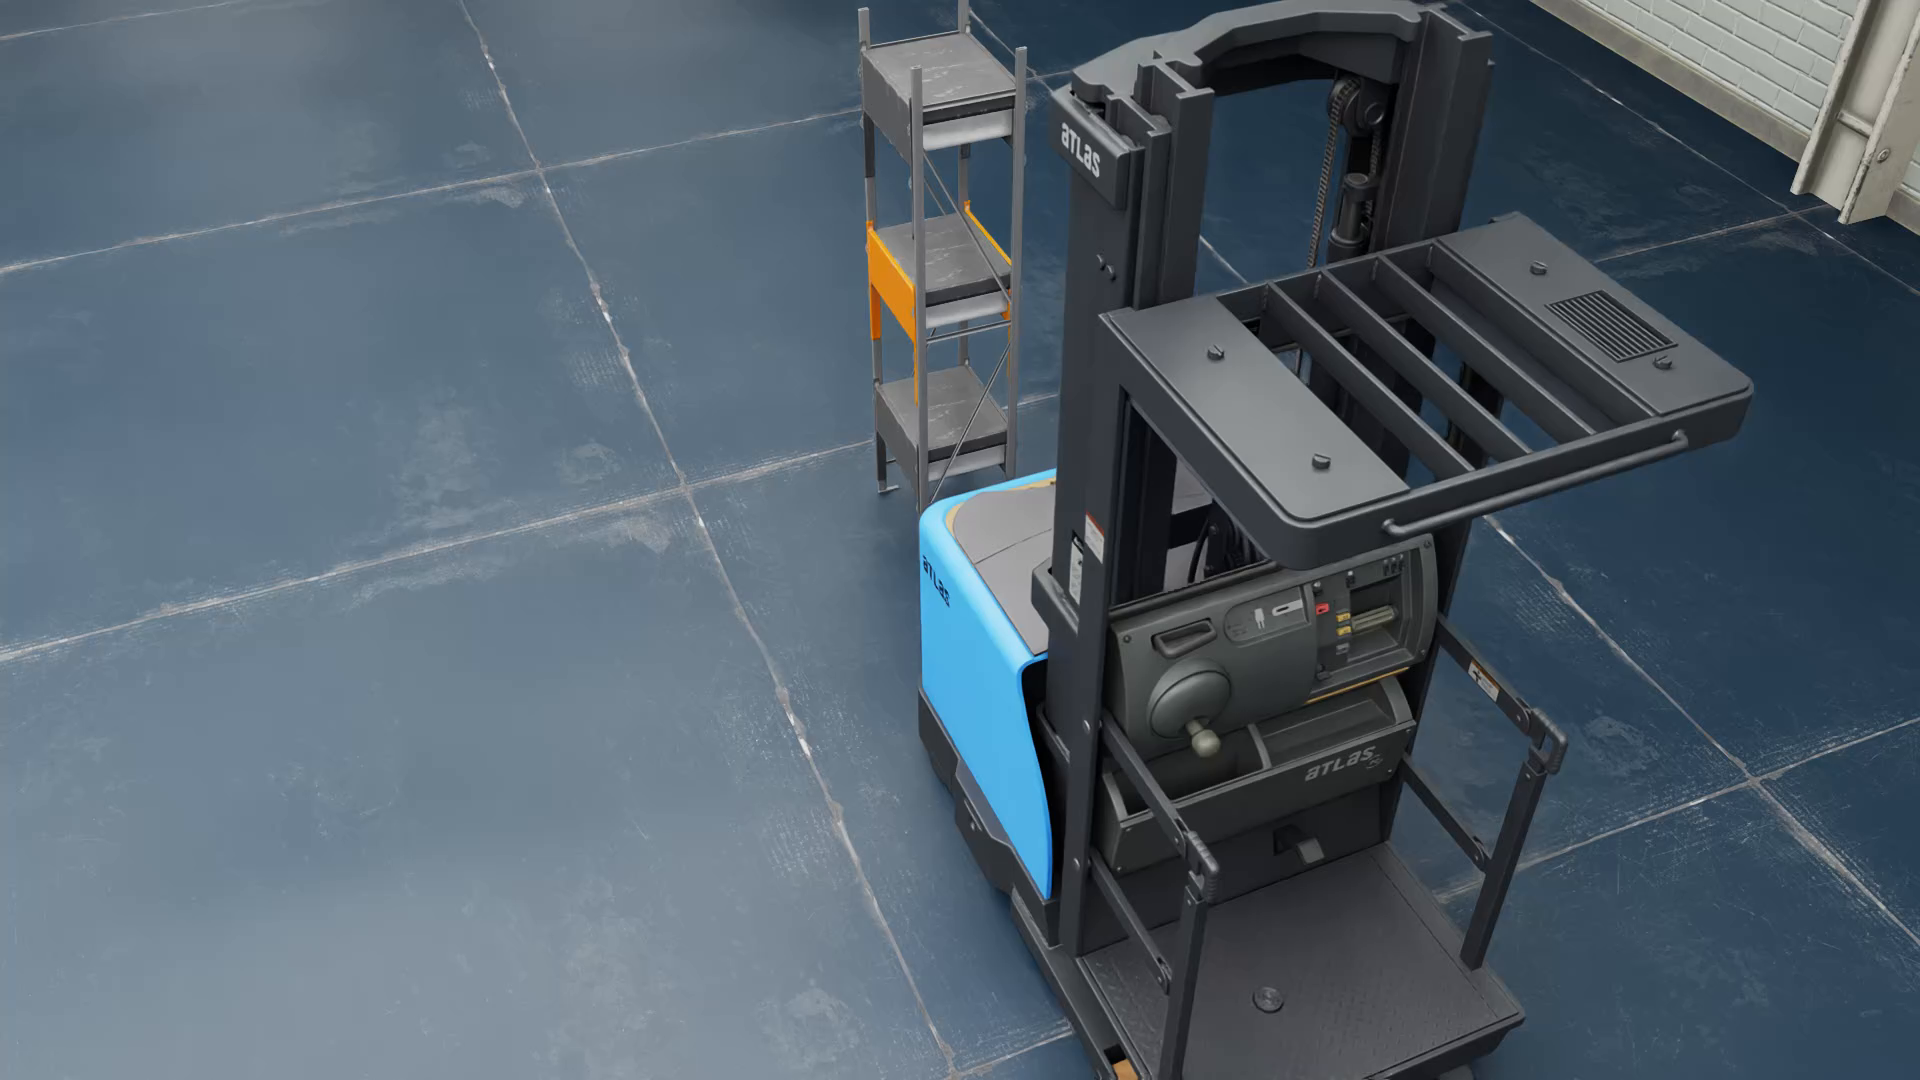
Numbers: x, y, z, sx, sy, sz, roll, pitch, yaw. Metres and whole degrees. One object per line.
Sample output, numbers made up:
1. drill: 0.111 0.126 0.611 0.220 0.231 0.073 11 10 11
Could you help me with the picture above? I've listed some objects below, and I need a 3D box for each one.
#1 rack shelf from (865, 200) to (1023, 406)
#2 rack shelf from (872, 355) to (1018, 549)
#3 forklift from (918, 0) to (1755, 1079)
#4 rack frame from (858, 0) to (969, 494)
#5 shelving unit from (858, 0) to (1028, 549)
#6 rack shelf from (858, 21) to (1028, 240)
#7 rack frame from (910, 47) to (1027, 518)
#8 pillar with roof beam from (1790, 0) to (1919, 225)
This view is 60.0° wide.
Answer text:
1. rack shelf: -0.063 -0.885 6.190 0.431 0.518 0.480 -15 43 -17
2. rack shelf: -0.063 -0.355 6.647 0.431 0.518 0.480 -15 43 -17
3. forklift: 0.908 0.347 4.098 1.130 2.935 3.031 -16 43 -18
4. rack frame: -0.157 -1.043 6.352 0.400 2.100 0.015 -15 43 -17
5. shelving unit: -0.063 -0.896 6.181 0.431 2.100 0.503 -15 43 -17
6. rack shelf: -0.063 -1.416 5.734 0.431 0.518 0.480 -15 43 -17
7. rack frame: 0.030 -0.749 6.010 0.400 2.100 0.015 -15 43 -17
8. pillar with roof beam: 0.696 -4.137 4.659 9.100 9.000 0.400 -15 43 -17
